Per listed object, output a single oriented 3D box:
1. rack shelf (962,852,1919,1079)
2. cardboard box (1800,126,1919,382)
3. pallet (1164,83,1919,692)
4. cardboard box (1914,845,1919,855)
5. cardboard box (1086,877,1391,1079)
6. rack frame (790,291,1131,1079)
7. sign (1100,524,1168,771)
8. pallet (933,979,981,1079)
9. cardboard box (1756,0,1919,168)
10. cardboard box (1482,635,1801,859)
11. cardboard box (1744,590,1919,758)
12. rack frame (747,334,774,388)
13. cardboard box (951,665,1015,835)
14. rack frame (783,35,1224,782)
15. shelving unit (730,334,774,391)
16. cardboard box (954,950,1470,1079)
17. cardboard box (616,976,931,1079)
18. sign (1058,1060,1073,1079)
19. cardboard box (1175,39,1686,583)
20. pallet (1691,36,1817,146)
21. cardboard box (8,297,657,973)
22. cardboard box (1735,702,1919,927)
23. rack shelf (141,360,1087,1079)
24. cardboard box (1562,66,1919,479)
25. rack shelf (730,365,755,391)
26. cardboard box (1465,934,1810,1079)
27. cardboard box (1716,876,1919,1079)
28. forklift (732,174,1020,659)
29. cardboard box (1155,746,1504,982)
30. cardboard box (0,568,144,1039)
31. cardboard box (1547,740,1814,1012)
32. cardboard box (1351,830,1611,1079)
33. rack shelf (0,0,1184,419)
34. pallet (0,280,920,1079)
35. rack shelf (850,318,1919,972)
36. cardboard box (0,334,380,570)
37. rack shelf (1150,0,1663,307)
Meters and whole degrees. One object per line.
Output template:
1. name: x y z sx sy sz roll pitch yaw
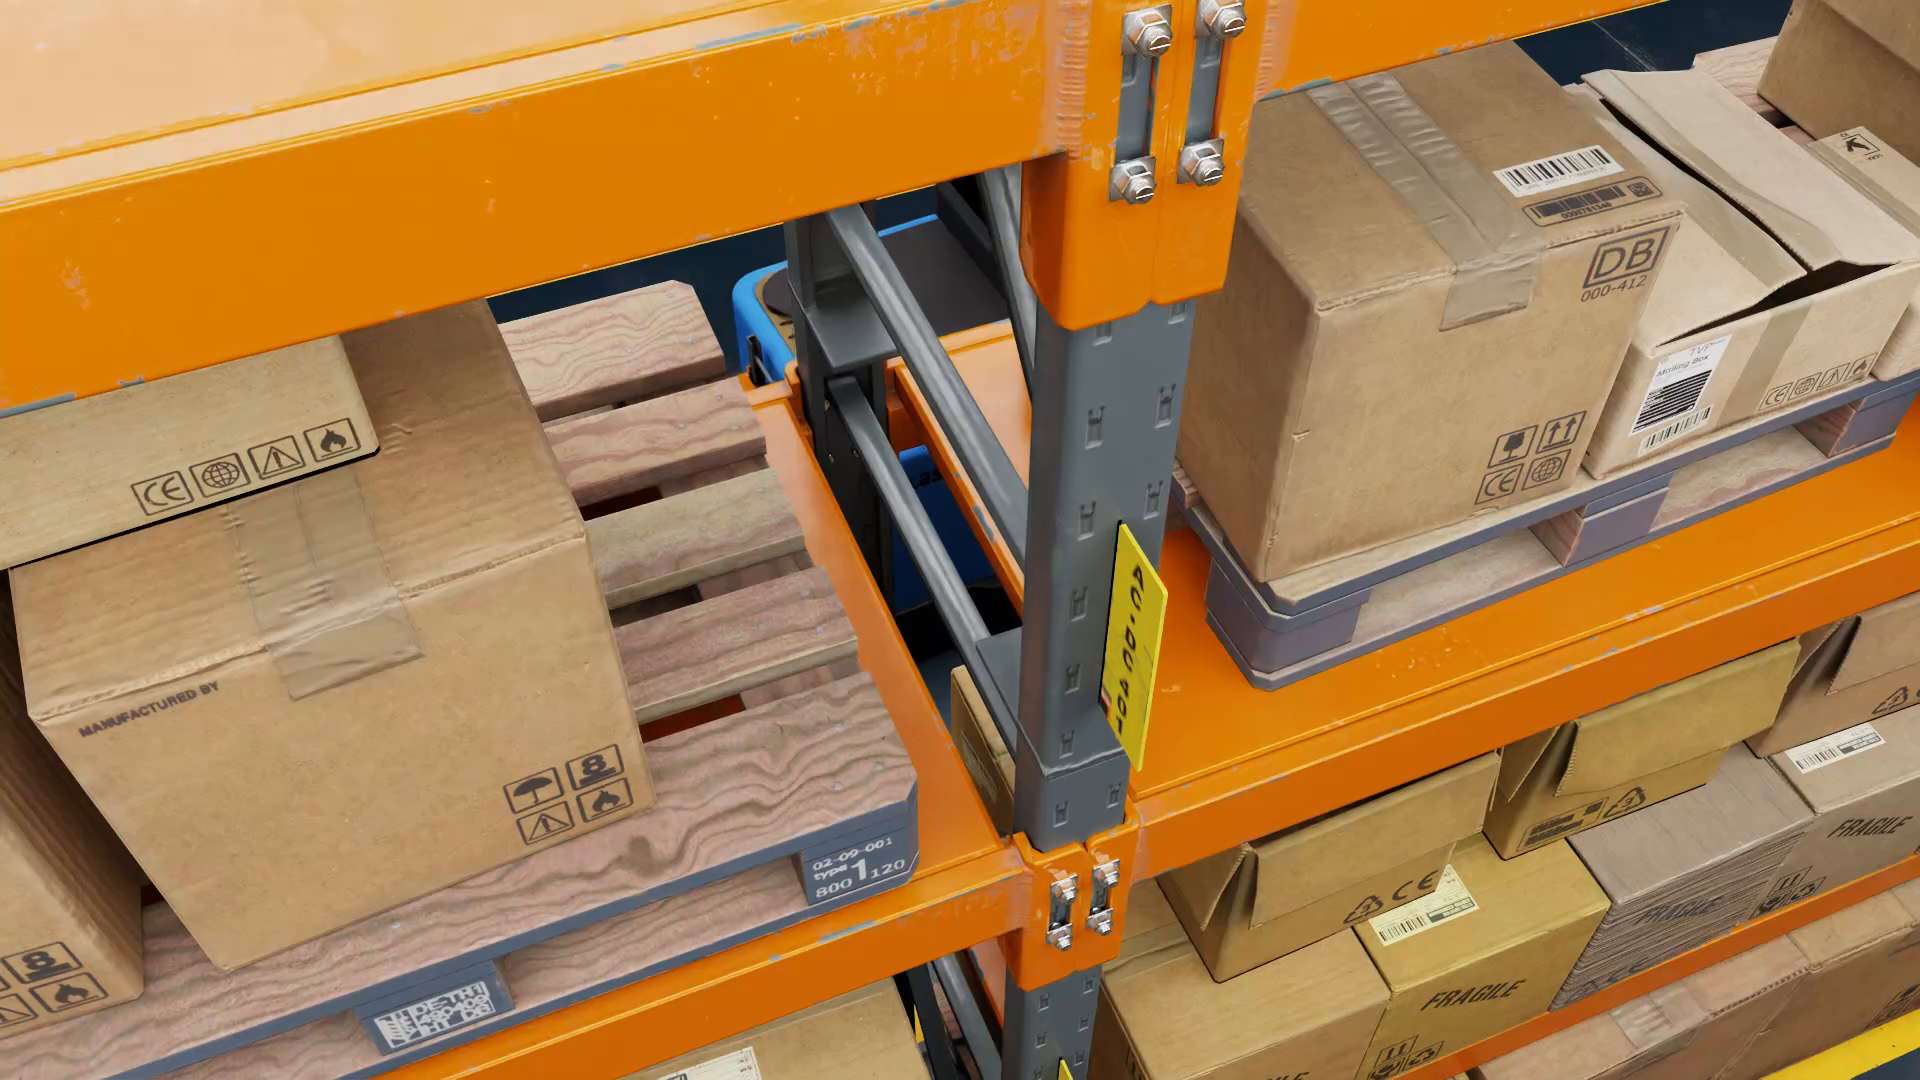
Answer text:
1. rack shelf: 1.825 0.566 4.261 4.000 0.370 1.077 -17 52 -14
2. cardboard box: 1.409 -0.449 2.570 0.250 0.149 0.380 -19 52 -16
3. pallet: 0.804 -0.307 2.686 1.217 0.209 0.805 -19 52 -16
4. cardboard box: 2.370 0.331 3.923 0.500 0.500 0.500 -19 52 -15
5. cardboard box: 0.494 0.916 3.420 0.500 0.500 0.500 -17 51 -14
6. rack frame: -0.026 0.905 3.495 0.127 3.000 1.000 -17 52 -14
7. sign: 0.185 0.123 1.797 0.005 0.325 0.100 -17 52 -14
8. pallet: 0.659 1.540 4.789 1.213 0.211 1.003 -17 52 -14
9. cardboard box: 1.793 -0.789 2.628 0.637 0.503 0.797 -18 52 -15
10. cardboard box: 1.202 0.168 3.401 0.637 0.503 0.797 -17 51 -14
11. cardboard box: 1.771 -0.021 3.564 0.637 0.503 0.797 -16 51 -13
12. rack frame: -0.559 -0.122 5.613 0.032 1.125 0.500 -21 53 -17
13. cardboard box: 0.303 0.547 3.737 0.500 0.500 0.500 -17 51 -14
14. rack frame: -0.026 -1.049 1.219 0.127 3.000 1.000 -17 52 -14
15. shelving unit: -1.012 0.052 5.464 1.048 1.125 0.538 -21 53 -17
16. cardboard box: 0.558 1.263 4.312 0.875 0.875 1.225 -17 51 -14
17. cardboard box: -0.351 0.933 2.880 0.500 0.500 0.500 -16 51 -13
18. sign: 0.185 0.987 2.802 0.005 0.325 0.100 -17 52 -14
19. cardboard box: 0.507 -0.415 2.309 0.500 0.500 0.700 -16 51 -13
20. pallet: 2.066 -0.613 2.946 1.213 0.211 1.003 -15 51 -13
21. cardboard box: -0.728 -0.007 1.893 0.500 0.500 0.700 -20 52 -16
22. cardboard box: 1.899 0.476 3.798 0.500 0.500 0.500 -16 51 -14
23. rack shelf: -1.878 0.736 2.138 4.000 0.370 1.077 -17 52 -14
24. cardboard box: 1.023 -0.431 2.448 0.500 0.311 0.500 -19 52 -15
25. rack shelf: -1.012 -0.139 5.242 1.000 0.278 0.538 -21 53 -17
26. cardboard box: 1.385 1.006 4.532 0.875 0.875 1.225 -19 52 -15
27. cardboard box: 2.202 0.747 4.755 0.875 0.875 1.225 -17 51 -14
28. forklift: 0.768 -1.319 5.451 3.031 2.935 1.130 -21 53 -17
29. cardboard box: 0.562 0.357 3.239 0.637 0.503 0.797 -18 52 -15
30. cardboard box: -1.228 0.144 1.763 0.500 0.500 0.700 -15 51 -12
31. cardboard box: 1.422 0.628 3.667 0.500 0.500 0.500 -18 52 -15
32. cardboard box: 0.959 0.772 3.544 0.500 0.500 0.500 -17 51 -14
33. rack shelf: -1.878 -0.111 1.151 4.000 0.370 1.077 -17 52 -14
34. pallet: -0.788 0.184 2.196 1.213 0.211 1.003 -17 52 -14
35. rack shelf: 1.825 -0.411 3.123 4.000 0.370 1.077 -17 52 -14
36. cardboard box: -0.900 -0.253 1.610 0.500 0.250 0.500 -20 52 -17
37. rack shelf: 1.825 -1.258 2.137 4.000 0.370 1.077 -17 52 -14
